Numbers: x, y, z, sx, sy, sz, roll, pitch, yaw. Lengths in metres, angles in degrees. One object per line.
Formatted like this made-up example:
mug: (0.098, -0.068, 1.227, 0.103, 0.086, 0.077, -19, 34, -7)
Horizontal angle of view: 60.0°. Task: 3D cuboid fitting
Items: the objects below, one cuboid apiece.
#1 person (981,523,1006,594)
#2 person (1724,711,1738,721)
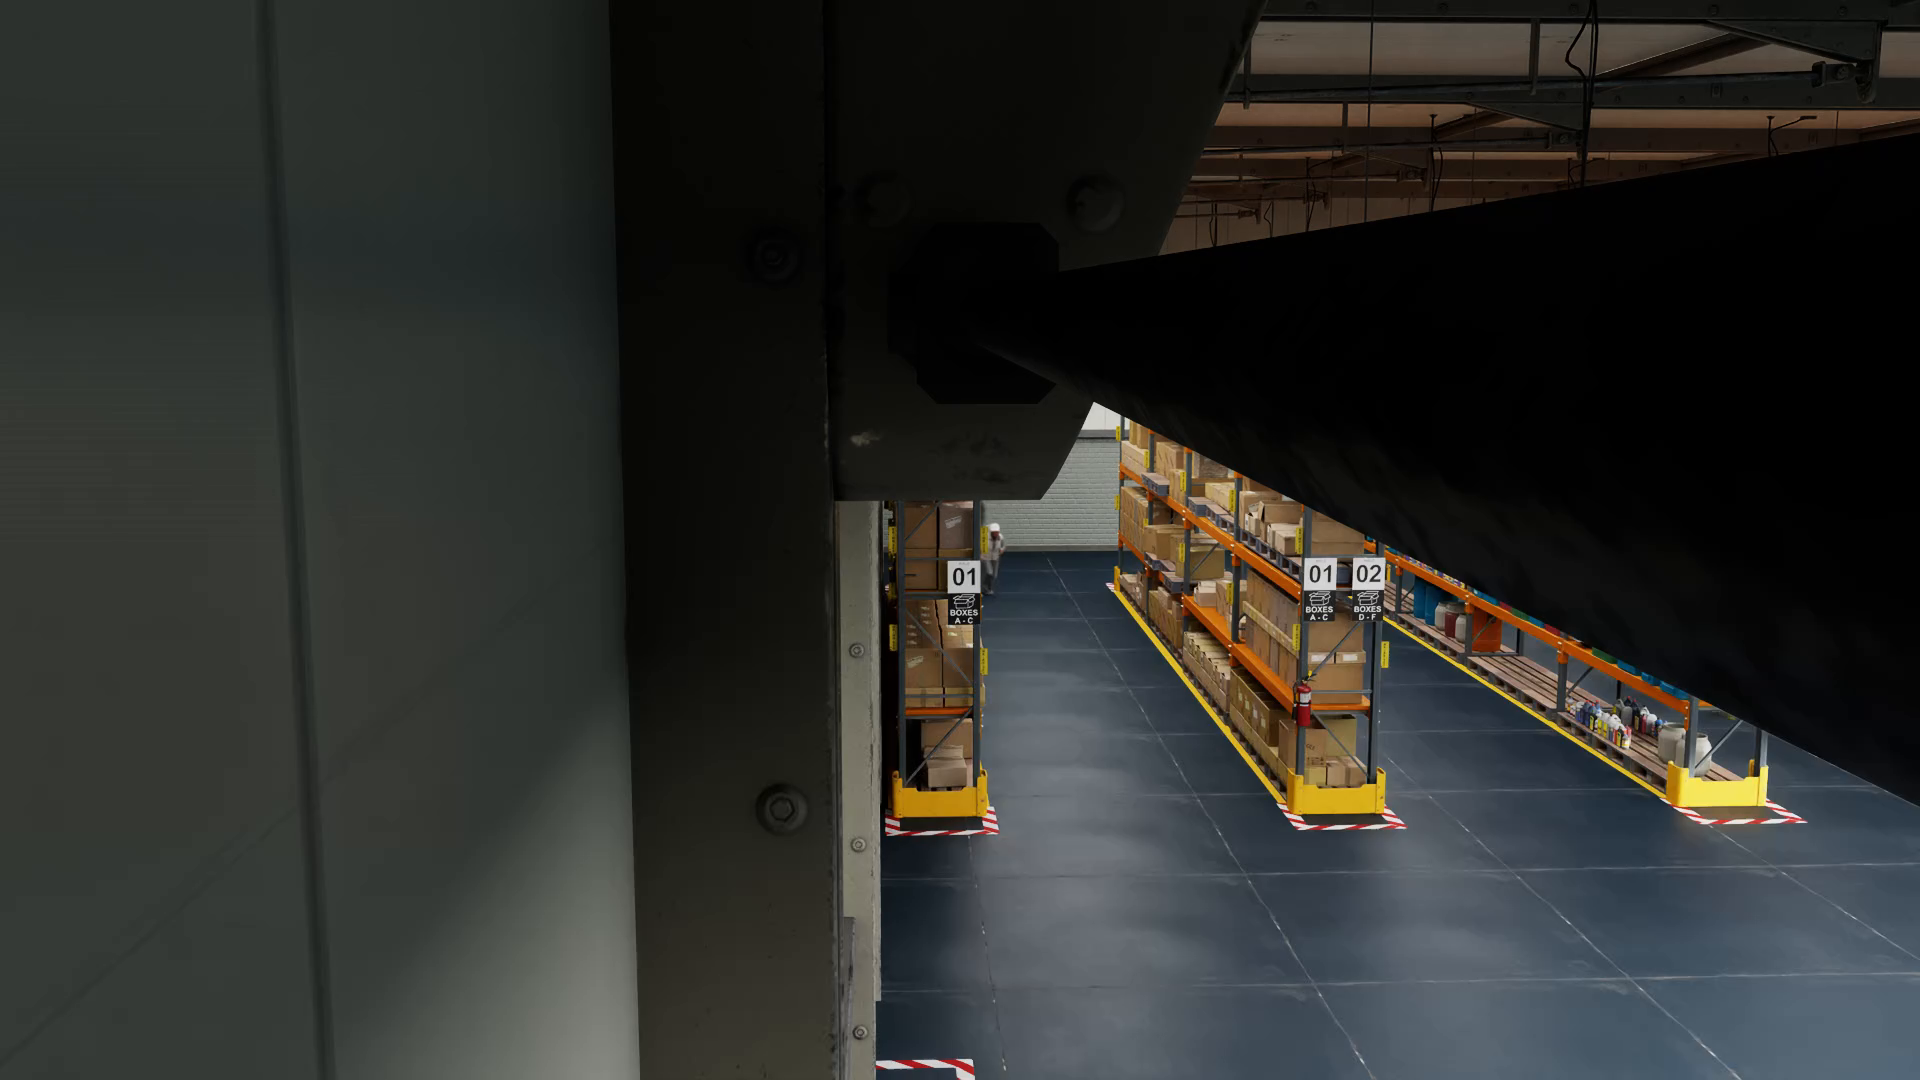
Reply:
person: (0.627, 0.407, 35.661, 0.681, 1.602, 0.891, -3, 9, -19)
person: (11.691, 1.912, 25.376, 0.672, 1.633, 1.069, -1, 8, -8)
